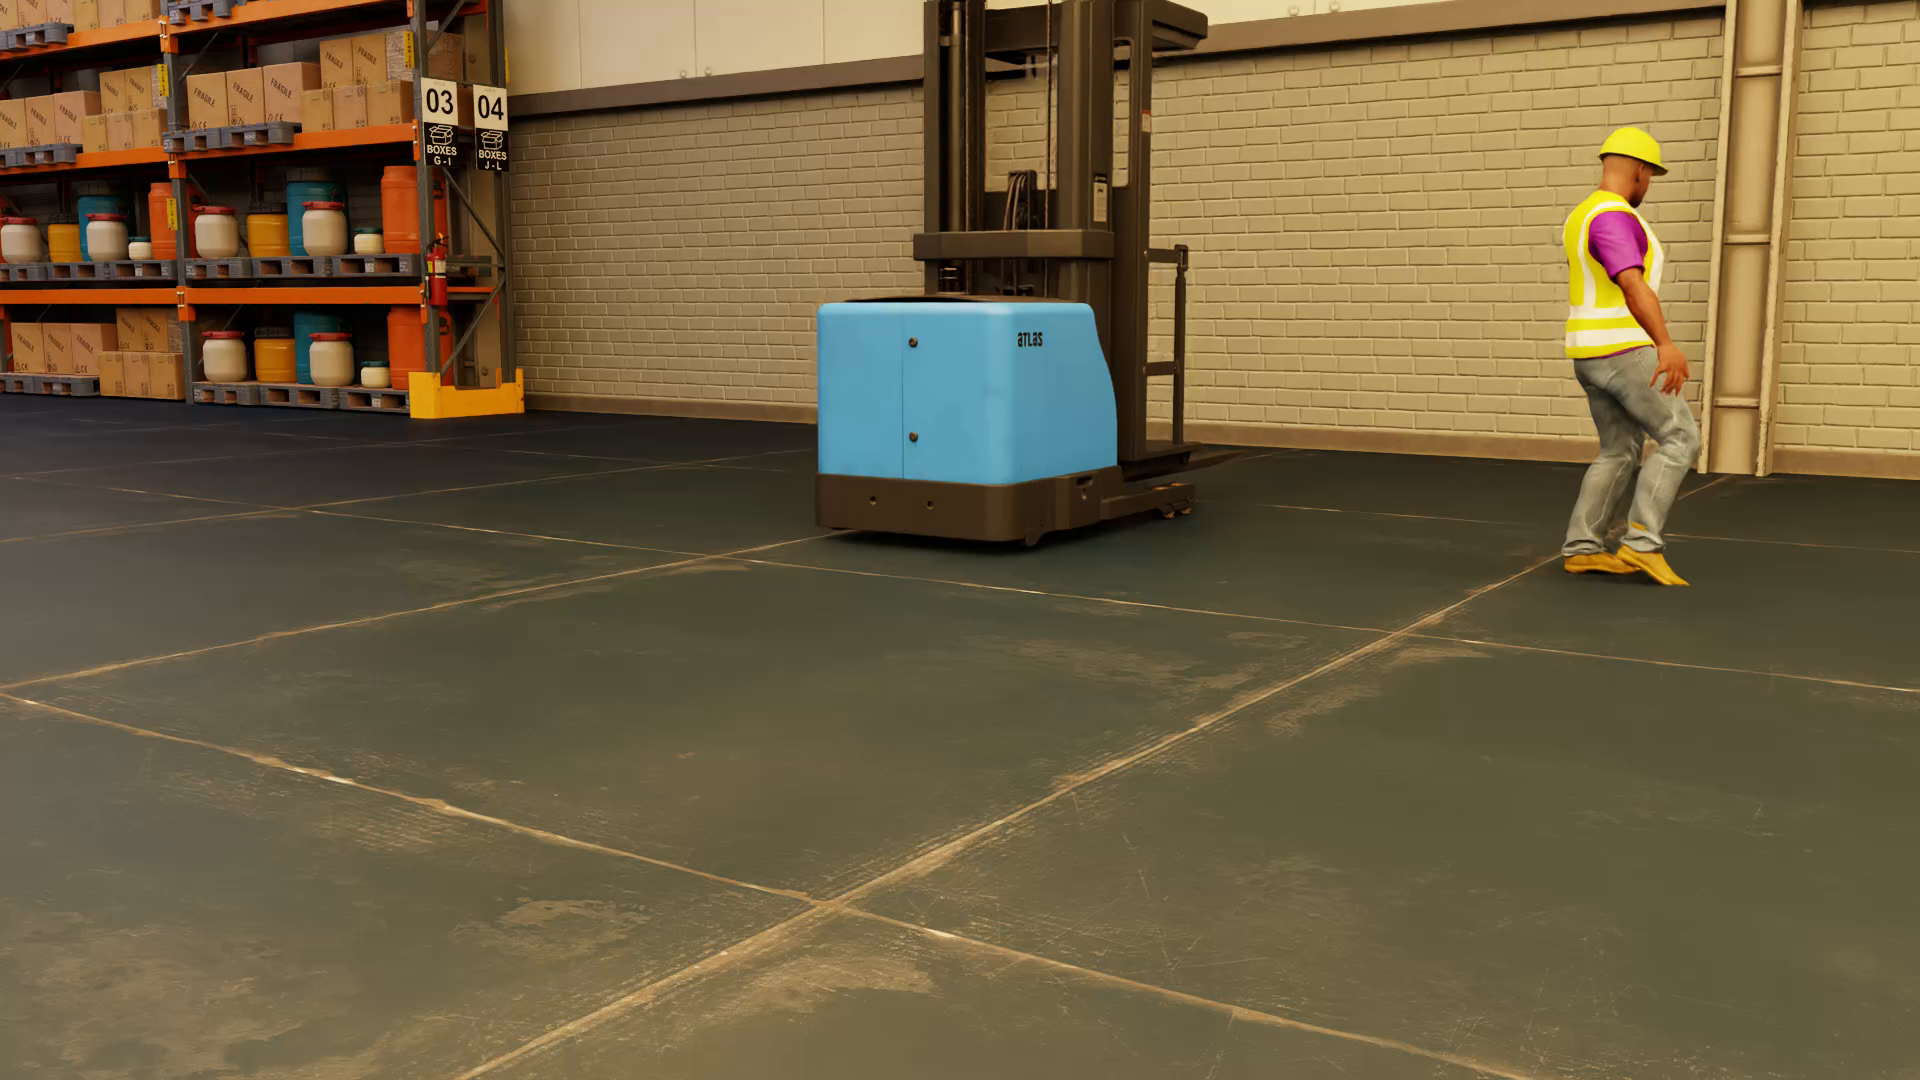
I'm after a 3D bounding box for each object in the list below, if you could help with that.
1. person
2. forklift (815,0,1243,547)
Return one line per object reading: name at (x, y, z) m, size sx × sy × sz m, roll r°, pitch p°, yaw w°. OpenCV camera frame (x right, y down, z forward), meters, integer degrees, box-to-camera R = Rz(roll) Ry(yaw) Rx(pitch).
person at (2.616, -0.704, 6.513) m, size 0.497 × 1.785 × 0.966 m, roll 1°, pitch 8°, yaw 10°
forklift at (0.551, -1.588, 8.357) m, size 1.130 × 2.935 × 3.031 m, roll 5°, pitch 10°, yaw 32°
